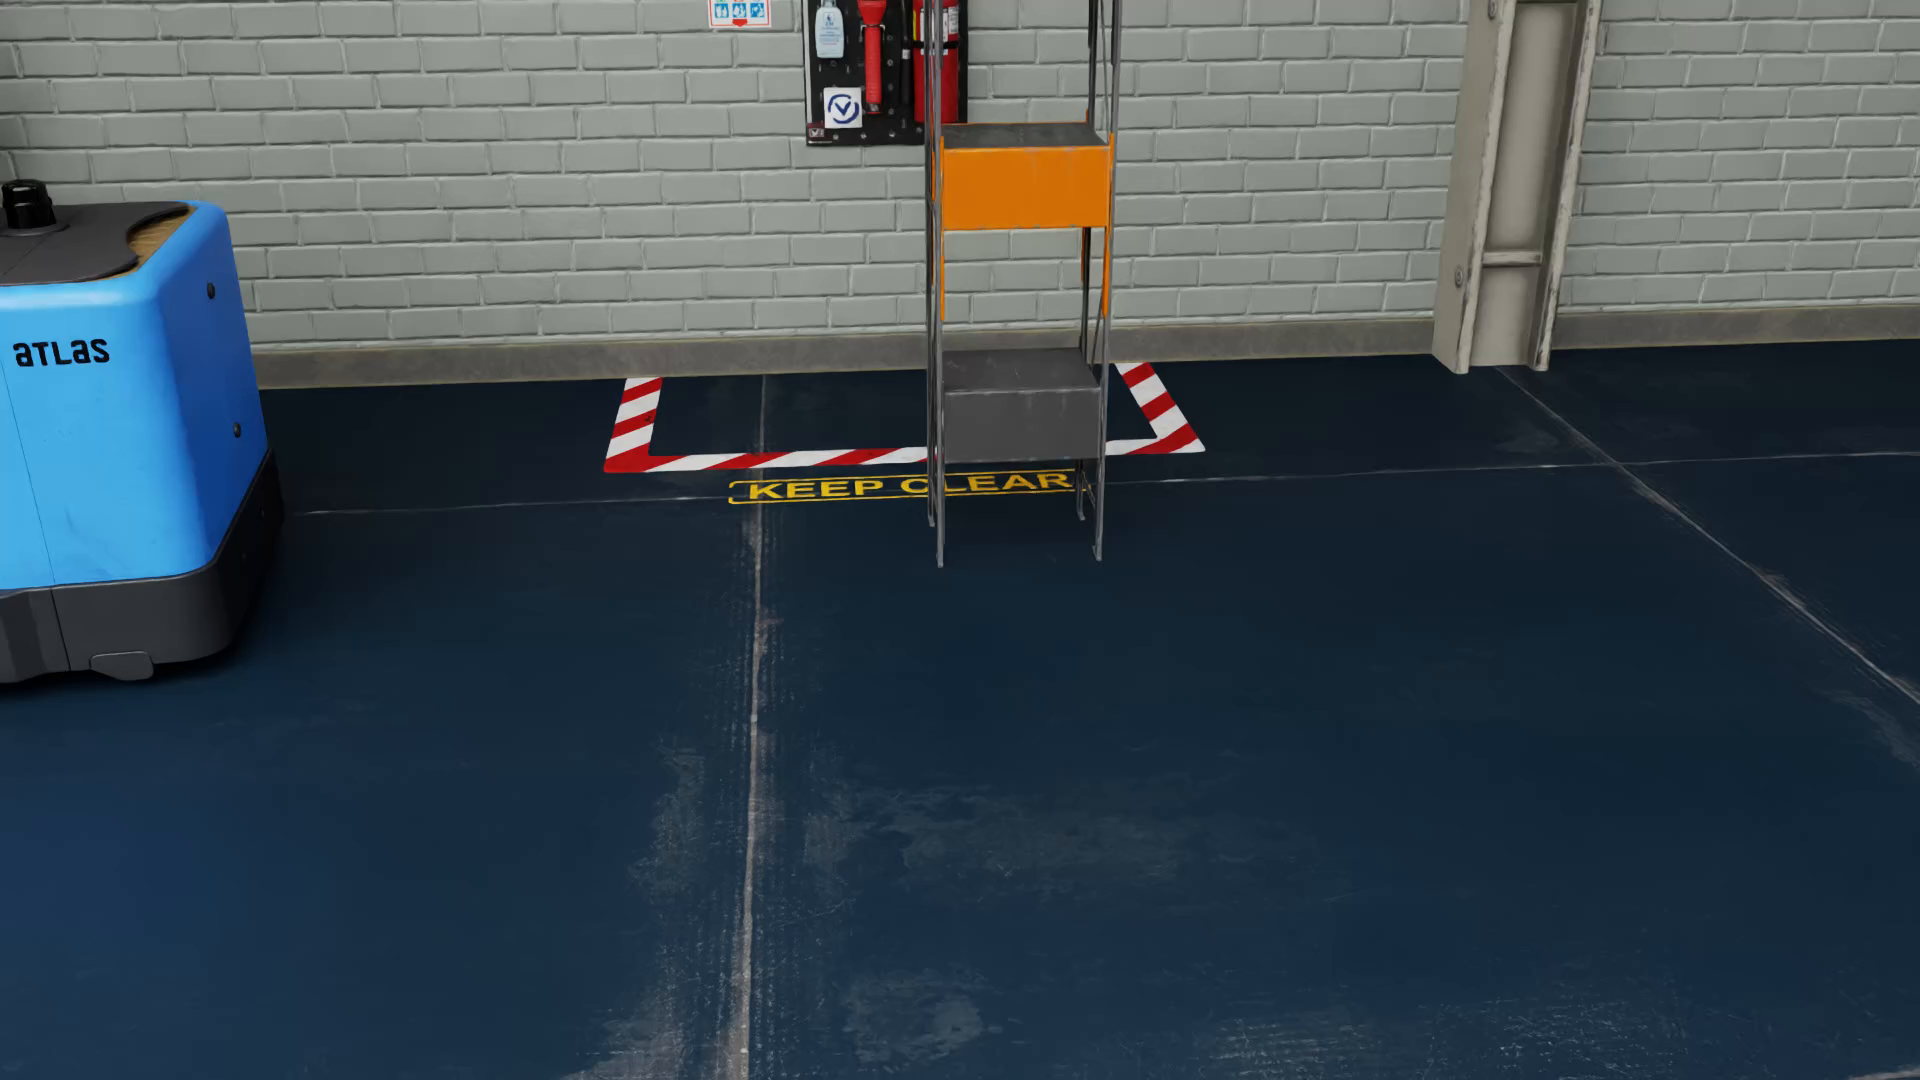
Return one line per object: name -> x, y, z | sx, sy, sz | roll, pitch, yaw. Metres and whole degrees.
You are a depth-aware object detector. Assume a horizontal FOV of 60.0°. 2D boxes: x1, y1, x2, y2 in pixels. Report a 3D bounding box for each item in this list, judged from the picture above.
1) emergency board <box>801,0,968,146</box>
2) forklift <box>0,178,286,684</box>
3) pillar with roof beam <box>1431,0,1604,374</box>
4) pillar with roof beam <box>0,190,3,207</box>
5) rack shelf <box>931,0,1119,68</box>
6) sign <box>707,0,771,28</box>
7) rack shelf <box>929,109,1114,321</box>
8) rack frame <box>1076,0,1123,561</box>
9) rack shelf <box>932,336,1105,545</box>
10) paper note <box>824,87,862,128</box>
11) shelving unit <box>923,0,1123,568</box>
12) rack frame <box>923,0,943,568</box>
emergency board -> -0.264, -2.035, 6.135 | 0.643, 1.169, 0.194 | -2, 24, -5
forklift -> -3.519, -1.050, 4.004 | 3.031, 2.935, 1.130 | -5, 24, -10
pillar with roof beam -> 2.622, -3.119, 1.189 | 0.400, 9.000, 9.100 | -2, 24, -5
pillar with roof beam -> -3.349, -2.880, 0.650 | 0.400, 9.000, 9.100 | -2, 24, -5
rack shelf -> 0.165, -1.593, 4.560 | 0.480, 0.518, 0.431 | -2, 24, -5
sign -> -0.825, -2.071, 6.172 | 0.234, 0.329, 0.001 | -2, 24, -5
rack shelf -> 0.165, -0.954, 4.844 | 0.480, 0.518, 0.431 | -2, 24, -5
rack frame -> 0.408, -0.976, 4.860 | 0.015, 2.100, 0.400 | -2, 24, -5
rack shelf -> 0.165, -0.314, 5.128 | 0.480, 0.518, 0.431 | -2, 24, -5
paper note -> -0.447, -1.653, 6.361 | 0.142, 0.148, 0.016 | -2, 24, -5
shelving unit -> 0.165, -0.966, 4.838 | 0.503, 2.100, 0.431 | -2, 24, -5
rack frame -> -0.078, -0.956, 4.816 | 0.015, 2.100, 0.400 | -2, 24, -5
